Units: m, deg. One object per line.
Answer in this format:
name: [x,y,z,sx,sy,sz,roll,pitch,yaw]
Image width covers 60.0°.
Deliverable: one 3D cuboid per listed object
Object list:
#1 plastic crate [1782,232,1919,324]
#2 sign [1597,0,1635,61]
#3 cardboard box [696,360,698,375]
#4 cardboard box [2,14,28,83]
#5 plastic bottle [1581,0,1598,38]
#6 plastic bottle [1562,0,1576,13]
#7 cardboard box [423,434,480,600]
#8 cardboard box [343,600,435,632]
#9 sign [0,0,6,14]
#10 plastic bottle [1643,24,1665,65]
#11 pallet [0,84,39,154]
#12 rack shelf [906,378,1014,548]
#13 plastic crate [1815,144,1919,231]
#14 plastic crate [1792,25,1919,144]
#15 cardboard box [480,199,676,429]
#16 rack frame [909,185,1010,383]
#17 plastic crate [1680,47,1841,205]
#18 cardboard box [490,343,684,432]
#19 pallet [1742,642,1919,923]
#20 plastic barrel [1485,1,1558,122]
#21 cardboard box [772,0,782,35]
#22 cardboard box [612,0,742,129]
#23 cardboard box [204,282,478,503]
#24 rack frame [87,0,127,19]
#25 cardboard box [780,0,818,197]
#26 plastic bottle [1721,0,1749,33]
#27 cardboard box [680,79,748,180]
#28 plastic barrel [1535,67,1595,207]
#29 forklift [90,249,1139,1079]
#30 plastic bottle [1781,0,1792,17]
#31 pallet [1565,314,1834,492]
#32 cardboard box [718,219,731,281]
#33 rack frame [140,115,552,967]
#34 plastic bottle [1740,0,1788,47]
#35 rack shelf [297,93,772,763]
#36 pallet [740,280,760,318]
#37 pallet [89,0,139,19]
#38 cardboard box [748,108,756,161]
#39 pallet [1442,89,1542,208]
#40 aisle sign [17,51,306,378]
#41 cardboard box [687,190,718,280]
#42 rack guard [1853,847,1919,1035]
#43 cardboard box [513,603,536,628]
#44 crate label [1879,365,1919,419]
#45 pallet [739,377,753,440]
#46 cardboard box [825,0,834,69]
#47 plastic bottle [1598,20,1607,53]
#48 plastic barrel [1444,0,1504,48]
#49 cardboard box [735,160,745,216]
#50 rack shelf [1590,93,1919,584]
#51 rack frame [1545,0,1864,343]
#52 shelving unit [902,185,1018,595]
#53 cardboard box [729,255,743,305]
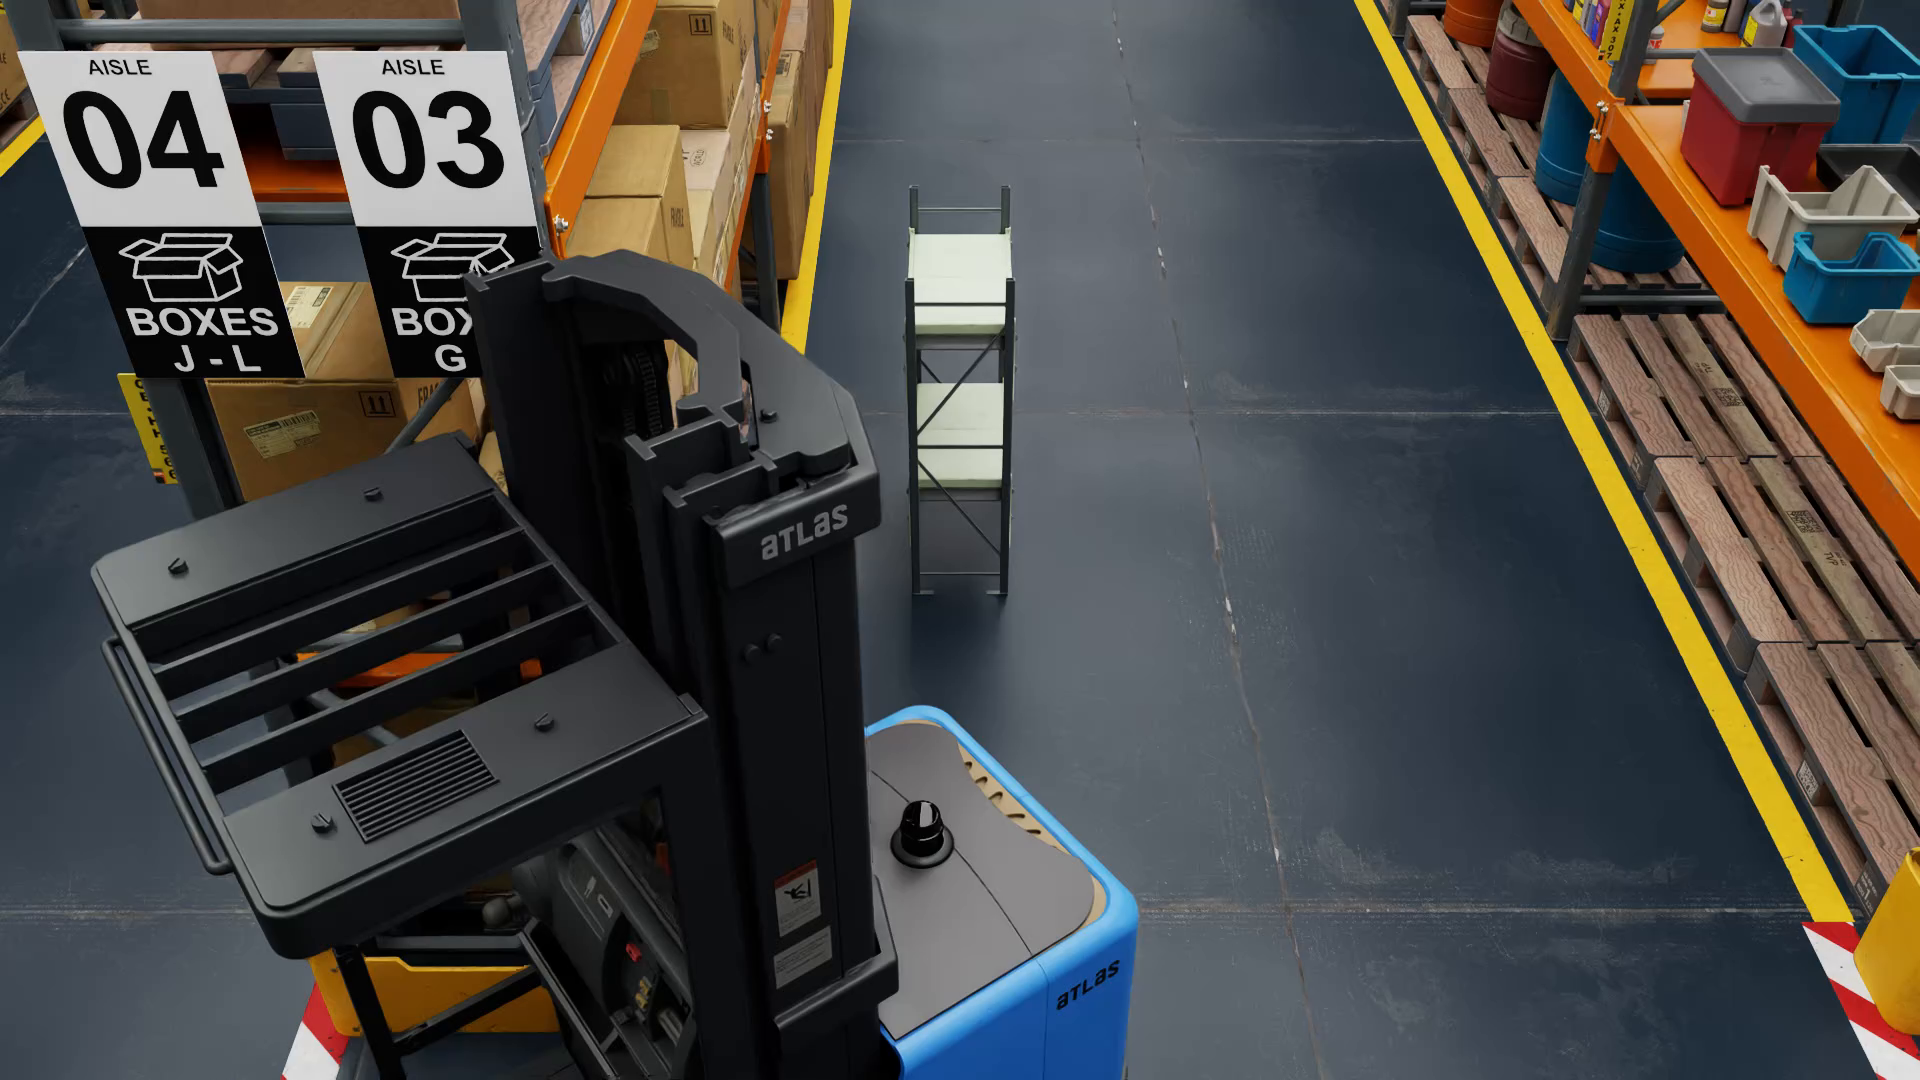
plastic crate: [3.274,-0.962,6.138,0.416,0.233,0.300,0,39,0]
sign: [2.978,-2.330,7.538,0.100,0.325,0.005,0,39,0]
cardboard box: [-1.095,-0.645,5.857,0.380,0.149,0.250,0,39,-1]
cardboard box: [-6.131,-3.231,10.547,0.500,0.500,0.500,1,39,2]
plastic bottle: [3.204,-2.648,8.254,0.152,0.276,0.135,0,39,0]
plastic bottle: [3.199,-2.892,8.500,0.144,0.351,0.185,0,39,0]
cardboard box: [-1.686,-0.077,4.829,0.500,0.250,0.500,-1,39,-1]
cardboard box: [-1.750,0.159,4.854,0.380,0.149,0.250,1,39,1]
sign: [-1.963,-1.210,3.318,0.100,0.325,0.005,0,39,0]
plastic bottle: [3.329,-2.402,8.007,0.097,0.201,0.097,0,39,0]
pallet: [-6.392,-2.441,10.127,1.003,0.211,1.213,0,39,0]
rack shelf: [0.000,-0.335,6.990,0.431,0.370,0.720,0,39,0]
plastic crate: [3.798,-1.438,6.817,0.437,0.125,0.590,0,39,0]
plastic crate: [3.869,-1.947,7.246,0.392,0.384,0.575,0,39,0]
cardboard box: [-1.152,-0.680,4.982,0.500,0.500,0.500,-1,39,-1]
rack frame: [0.000,-0.818,7.072,0.400,1.500,0.023,0,39,0]
plastic crate: [3.278,-1.711,6.888,0.402,0.464,0.583,0,39,0]
cardboard box: [-1.158,-0.399,5.232,0.500,0.250,0.500,0,39,-1]
pallet: [3.570,0.852,6.018,1.003,0.211,1.213,0,39,0]
plastic barrel: [3.542,-2.934,10.104,0.600,0.588,0.708,0,39,0]
cardboard box: [-1.177,-2.859,8.339,0.500,0.500,0.500,0,39,0]
cardboard box: [-1.161,-1.967,6.589,0.500,0.500,0.500,0,39,0]
cardboard box: [-1.684,-0.371,4.597,0.500,0.500,0.500,0,39,1]
rack frame: [-6.390,-4.779,10.815,1.000,3.000,0.127,0,39,0]
cardboard box: [-1.448,-2.512,9.349,1.225,0.875,0.875,-1,39,-2]
plastic bottle: [3.908,-2.692,8.309,0.152,0.276,0.135,0,39,0]
cardboard box: [-1.159,-1.676,6.825,0.500,0.250,0.500,1,39,1]
plastic barrel: [3.543,-2.349,9.125,0.600,0.901,0.708,0,39,0]
forklift: [-1.004,0.946,3.725,3.031,2.935,1.130,-24,45,-27]
plastic bottle: [3.954,-2.489,8.050,0.061,0.283,0.133,0,39,0]
pallet: [3.567,-0.673,7.922,1.003,0.211,1.213,0,39,0]
cardboard box: [-1.095,-1.126,6.457,0.380,0.149,0.250,-1,39,-1]
rack frame: [-1.421,0.284,4.498,1.000,3.000,0.127,0,39,0]
plastic bottle: [3.851,-2.448,7.945,0.144,0.351,0.185,0,39,0]
rack shelf: [-1.423,-0.686,6.283,1.077,0.370,4.000,0,39,0]
pallet: [-1.501,-1.612,9.093,1.003,0.211,1.213,0,39,0]
pallet: [-6.315,-4.184,12.302,1.003,0.211,1.213,0,39,0]
cardboard box: [-1.097,-1.768,7.258,0.380,0.149,0.250,1,39,1]
pallet: [3.564,-2.381,10.052,1.003,0.211,1.213,0,39,0]
aisle sign: [-1.720,-0.686,3.628,0.394,0.787,0.004,0,39,0]
cardboard box: [-1.161,-1.040,6.031,0.500,0.250,0.500,-1,39,-1]
rack guard: [3.545,1.270,5.265,1.175,0.500,0.348,0,39,0]
cardboard box: [-1.091,0.159,4.853,0.380,0.149,0.250,0,39,0]
crate label: [3.340,-0.506,5.645,0.396,0.136,0.243,0,39,0]
pallet: [-1.502,-0.654,7.897,1.003,0.211,1.213,0,39,0]
cardboard box: [-1.450,-3.622,10.735,1.225,0.875,0.875,-2,39,-2]
plastic bottle: [3.177,-2.463,8.083,0.097,0.201,0.097,0,39,0]
plastic barrel: [3.541,-3.734,10.910,0.600,0.830,0.708,0,39,0]
cardboard box: [-1.096,-1.447,6.858,0.380,0.149,0.250,1,39,1]
rack shelf: [3.530,-0.690,6.288,1.077,0.370,4.000,0,39,0]
rack frame: [3.528,-2.221,7.623,1.000,3.000,0.127,0,39,0]
shelving unit: [0.000,-0.589,6.786,0.431,1.500,0.755,0,39,0]
cardboard box: [-1.504,-1.140,7.637,0.875,0.875,0.875,0,39,0]
